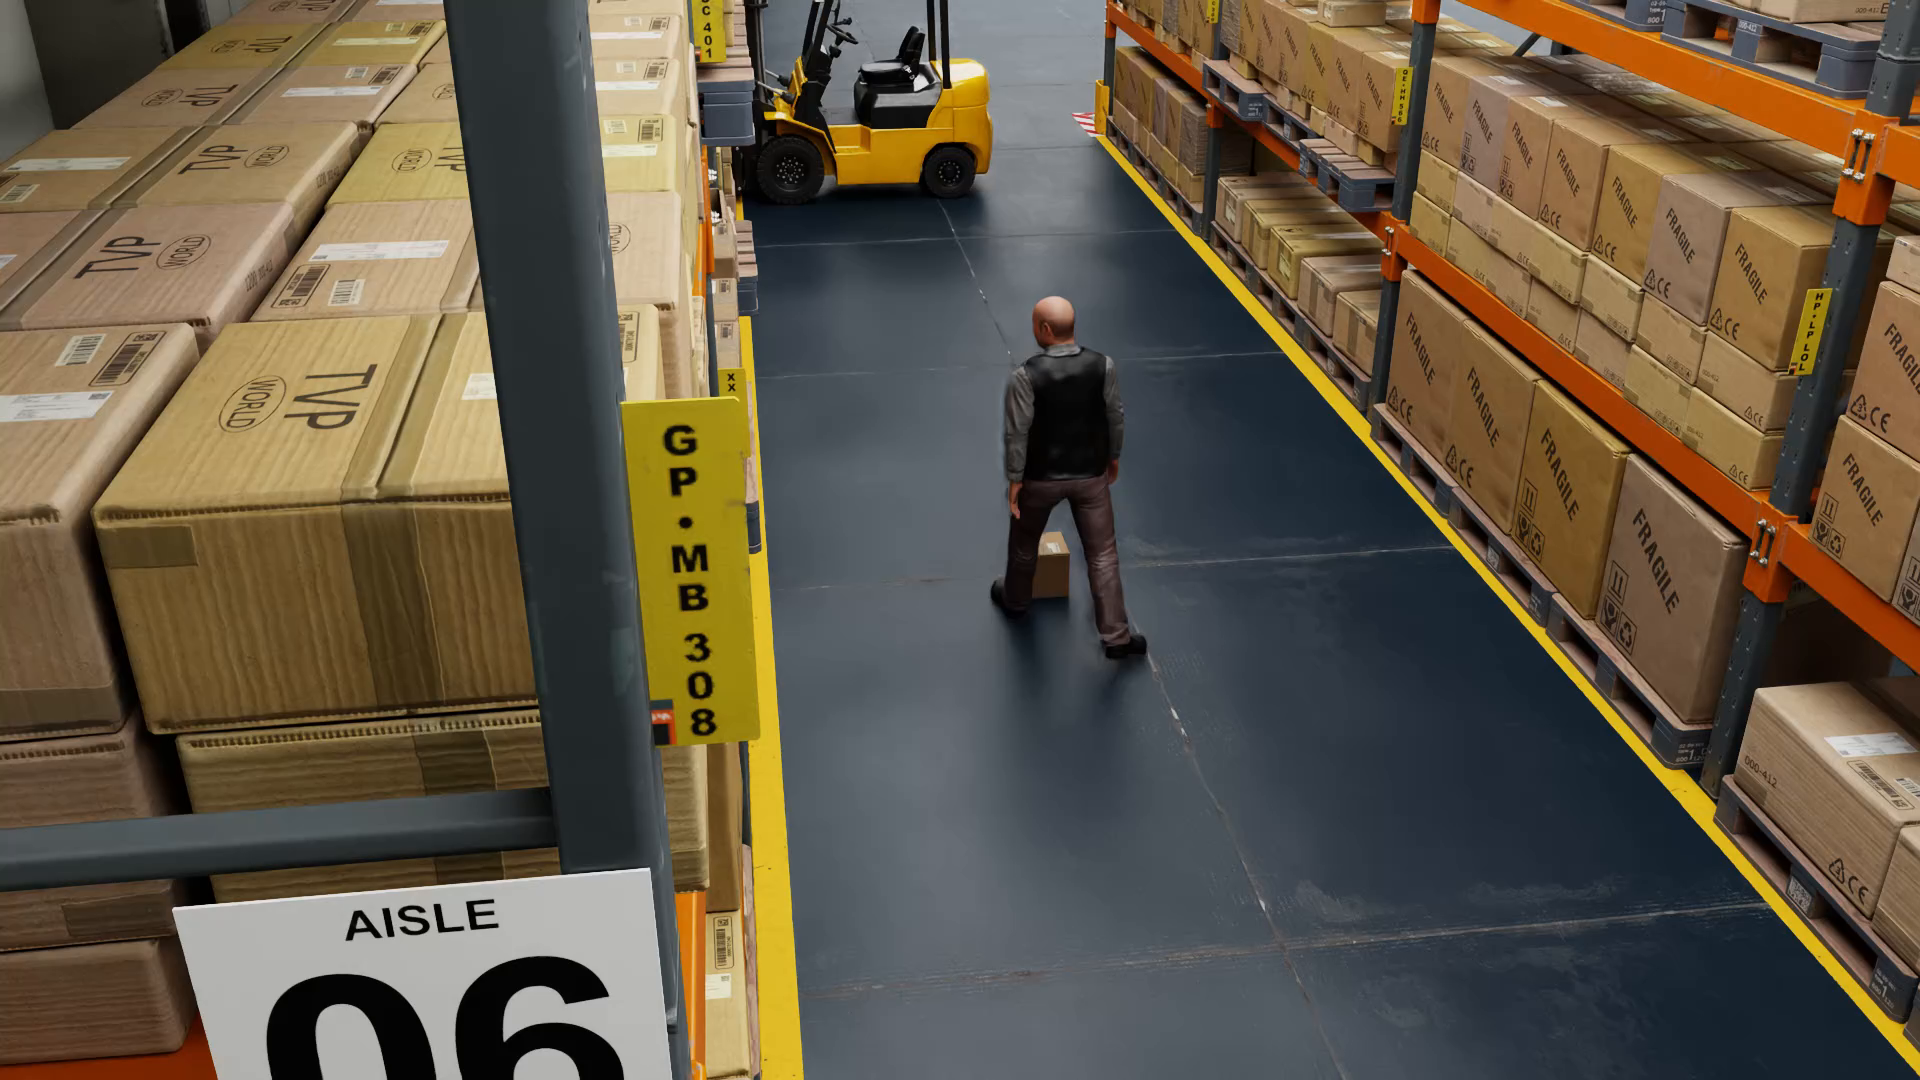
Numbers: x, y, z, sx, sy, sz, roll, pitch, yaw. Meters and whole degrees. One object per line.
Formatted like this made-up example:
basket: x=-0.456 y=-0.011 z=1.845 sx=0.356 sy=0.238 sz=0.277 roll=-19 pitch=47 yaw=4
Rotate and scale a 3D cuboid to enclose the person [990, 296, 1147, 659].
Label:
person: x=0.519 y=-0.308 z=7.767 sx=0.665 sy=1.697 sz=0.909 roll=-4 pitch=27 yaw=-8
